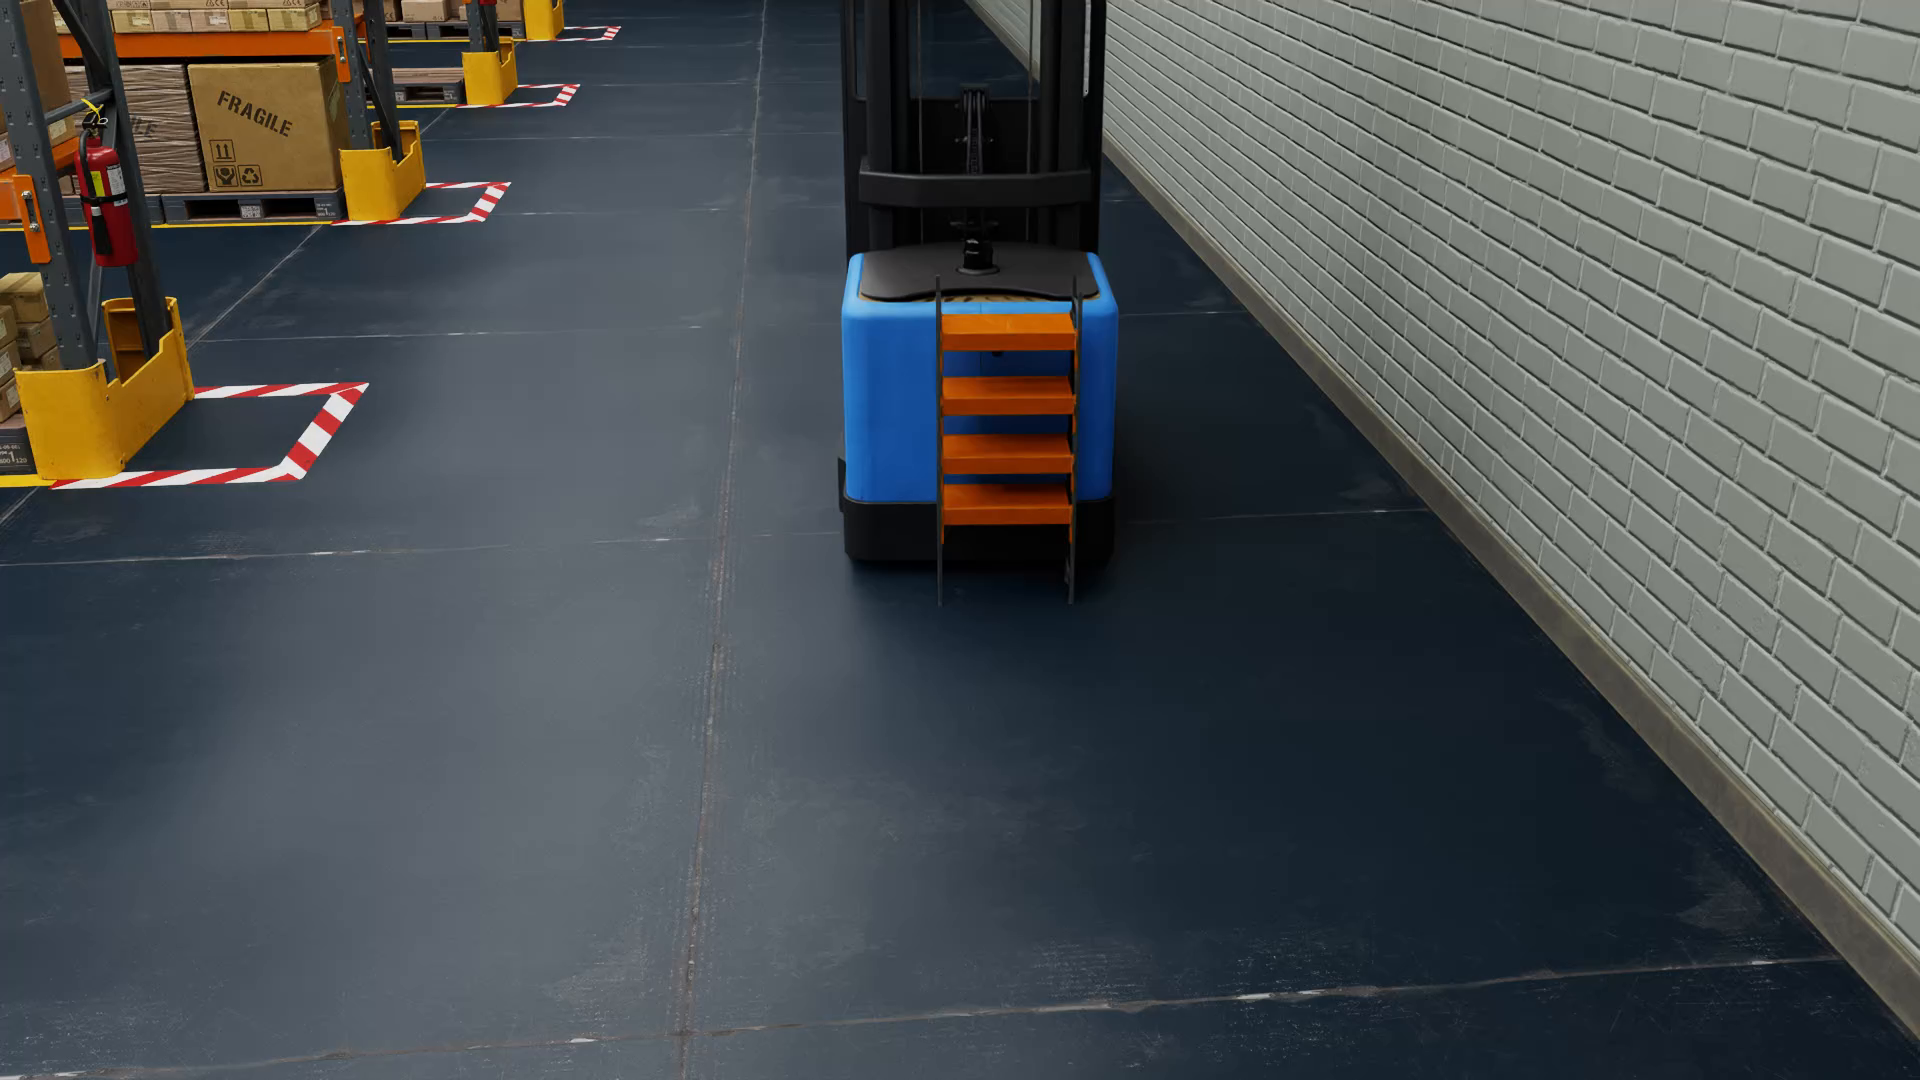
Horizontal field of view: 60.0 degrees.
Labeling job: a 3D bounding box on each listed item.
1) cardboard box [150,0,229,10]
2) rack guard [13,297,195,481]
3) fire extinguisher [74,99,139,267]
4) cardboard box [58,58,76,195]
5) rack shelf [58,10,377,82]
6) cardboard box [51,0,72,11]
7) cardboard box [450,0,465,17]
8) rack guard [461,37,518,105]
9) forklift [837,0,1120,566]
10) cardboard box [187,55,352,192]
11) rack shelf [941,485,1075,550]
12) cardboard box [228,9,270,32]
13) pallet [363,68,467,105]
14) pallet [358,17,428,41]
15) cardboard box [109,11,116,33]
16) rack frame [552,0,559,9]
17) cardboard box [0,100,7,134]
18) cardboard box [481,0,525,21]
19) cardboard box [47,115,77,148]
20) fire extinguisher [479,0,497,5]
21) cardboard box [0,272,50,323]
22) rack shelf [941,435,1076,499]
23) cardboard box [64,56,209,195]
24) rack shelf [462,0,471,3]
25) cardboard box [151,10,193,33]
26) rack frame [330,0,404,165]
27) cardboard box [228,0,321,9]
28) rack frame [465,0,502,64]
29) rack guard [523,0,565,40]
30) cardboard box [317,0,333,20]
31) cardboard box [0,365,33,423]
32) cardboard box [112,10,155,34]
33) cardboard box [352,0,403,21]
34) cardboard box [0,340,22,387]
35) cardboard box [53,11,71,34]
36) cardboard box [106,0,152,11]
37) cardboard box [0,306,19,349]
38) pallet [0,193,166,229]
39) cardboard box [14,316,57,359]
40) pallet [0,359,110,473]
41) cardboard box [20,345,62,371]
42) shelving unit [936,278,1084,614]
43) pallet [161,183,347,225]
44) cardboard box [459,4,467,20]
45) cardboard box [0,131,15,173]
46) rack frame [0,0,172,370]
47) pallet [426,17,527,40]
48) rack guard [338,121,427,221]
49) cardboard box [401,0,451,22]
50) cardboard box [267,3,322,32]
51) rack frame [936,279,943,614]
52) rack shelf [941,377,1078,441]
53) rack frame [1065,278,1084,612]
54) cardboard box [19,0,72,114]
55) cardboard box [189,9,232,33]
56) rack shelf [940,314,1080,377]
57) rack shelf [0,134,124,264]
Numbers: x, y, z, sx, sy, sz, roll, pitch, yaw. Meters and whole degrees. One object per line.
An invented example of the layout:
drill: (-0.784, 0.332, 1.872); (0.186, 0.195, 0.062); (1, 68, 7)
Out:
cardboard box: (-5.244, -3.806, 11.439); (0.500, 0.250, 0.500); (-3, 24, -6)
rack guard: (-3.972, -0.731, 7.780); (0.348, 0.500, 1.175); (-2, 24, -5)
fire extinguisher: (-3.600, -1.494, 6.974); (0.183, 0.674, 0.296); (-2, 24, -5)
cardboard box: (-6.704, -2.977, 11.853); (0.875, 0.875, 0.875); (-2, 24, -5)
rack shelf: (-6.274, -3.477, 11.765); (4.000, 0.370, 1.077); (-2, 24, -5)
cardboard box: (-6.269, -3.763, 11.342); (0.500, 0.250, 0.500); (-2, 24, -5)
cardboard box: (-6.320, -6.907, 21.441); (0.500, 0.250, 0.500); (-2, 24, -5)
rack guard: (-4.747, -4.751, 16.824); (0.348, 0.500, 1.175); (-2, 24, -5)
forklift: (0.048, -1.792, 7.173); (1.130, 2.935, 3.031); (0, 24, -1)
cardboard box: (-4.912, -3.049, 12.015); (0.875, 0.875, 0.875); (-2, 24, -5)
rack shelf: (0.169, -0.085, 6.118); (0.480, 0.148, 0.258); (-1, 24, -2)
cardboard box: (-4.864, -3.612, 11.493); (0.250, 0.149, 0.380); (-2, 24, -5)
pallet: (-5.595, -4.596, 16.830); (1.213, 0.211, 1.003); (-2, 24, -5)
pallet: (-7.333, -6.533, 21.188); (1.213, 0.211, 1.003); (-2, 24, -5)
cardboard box: (-5.880, -3.571, 11.401); (0.250, 0.149, 0.380); (-2, 24, -5)
rack frame: (-5.253, -7.890, 20.808); (0.127, 3.000, 1.000); (-2, 24, -5)
cardboard box: (-4.318, -1.936, 6.924); (0.500, 0.500, 0.500); (-2, 24, -4)
cardboard box: (-5.770, -6.827, 20.953); (0.500, 0.500, 0.500); (-2, 24, -5)
cardboard box: (-4.251, -1.881, 7.599); (0.250, 0.149, 0.380); (-2, 24, -6)
fire extinguisher: (-4.575, -5.504, 15.995); (0.183, 0.674, 0.296); (-2, 24, -5)
cardboard box: (-4.451, -1.154, 7.914); (0.250, 0.149, 0.380); (-3, 24, -8)
rack shelf: (0.169, -0.266, 6.038); (0.480, 0.148, 0.258); (-1, 24, -2)
cardboard box: (-5.818, -3.012, 11.933); (0.875, 0.875, 0.875); (-2, 24, -5)
rack shelf: (-6.760, -5.479, 16.269); (4.000, 0.370, 1.077); (-2, 24, -5)
cardboard box: (-5.363, -3.593, 11.450); (0.250, 0.149, 0.380); (-2, 24, -4)
rack frame: (-4.283, -3.886, 11.799); (0.127, 3.000, 1.000); (-2, 24, -5)
cardboard box: (-4.739, -3.826, 11.484); (0.500, 0.250, 0.500); (-3, 24, -6)
rack frame: (-4.770, -5.888, 16.303); (0.127, 3.000, 1.000); (-2, 24, -5)
rack guard: (-5.329, -6.745, 21.309); (0.348, 0.500, 1.175); (-2, 24, -5)
cardboard box: (-4.669, -3.890, 12.118); (0.250, 0.149, 0.380); (-2, 24, -5)
cardboard box: (-4.400, -0.661, 7.536); (0.250, 0.149, 0.380); (-2, 24, -4)
cardboard box: (-5.621, -3.582, 11.425); (0.250, 0.149, 0.380); (-3, 24, -6)
cardboard box: (-7.365, -6.867, 21.039); (0.637, 0.503, 0.797); (-2, 24, -5)
cardboard box: (-4.393, -0.765, 7.406); (0.250, 0.149, 0.380); (-3, 24, -7)
cardboard box: (-6.126, -3.563, 11.381); (0.250, 0.149, 0.380); (-2, 24, -4)
cardboard box: (-5.751, -3.786, 11.393); (0.500, 0.250, 0.500); (-3, 24, -7)
cardboard box: (-4.398, -0.914, 7.374); (0.250, 0.149, 0.380); (-2, 24, -5)
pallet: (-6.283, -2.500, 12.115); (1.213, 0.211, 1.003); (-2, 24, -5)
cardboard box: (-4.443, -0.985, 7.899); (0.250, 0.149, 0.380); (-1, 24, -3)
pallet: (-4.784, -0.581, 7.798); (1.213, 0.211, 1.003); (-2, 24, -5)
cardboard box: (-4.449, -0.874, 8.017); (0.250, 0.149, 0.380); (-2, 24, -4)
shelving unit: (0.169, -0.328, 6.010); (0.503, 1.200, 0.258); (-1, 24, -2)
pallet: (-5.071, -2.548, 12.222); (1.213, 0.211, 1.003); (-2, 24, -5)
cardboard box: (-6.182, -6.695, 21.066); (0.250, 0.166, 0.380); (-2, 24, -5)
cardboard box: (-4.193, -1.635, 7.044); (0.250, 0.149, 0.380); (-2, 24, -5)
rack frame: (-3.896, -1.877, 7.279); (0.127, 3.000, 1.000); (-2, 24, -5)
pallet: (-6.122, -6.580, 21.295); (1.213, 0.211, 1.003); (-2, 24, -5)
rack guard: (-4.259, -2.744, 12.309); (0.348, 0.500, 1.175); (-2, 24, -5)
cardboard box: (-6.718, -6.687, 20.946); (0.500, 0.250, 0.500); (-2, 24, -5)
cardboard box: (-4.605, -3.623, 11.518); (0.250, 0.149, 0.380); (-2, 24, -4)
rack frame: (-0.075, -0.325, 6.004); (0.015, 1.200, 0.240); (-1, 24, -2)
rack shelf: (0.169, -0.471, 5.947); (0.480, 0.148, 0.258); (-1, 24, -2)
rack frame: (0.413, -0.331, 6.017); (0.015, 1.200, 0.240); (-1, 24, -2)
cardboard box: (-4.370, -2.152, 7.409); (0.500, 0.500, 0.500); (-1, 24, -3)
cardboard box: (-5.115, -3.603, 11.472); (0.250, 0.149, 0.380); (-2, 24, -5)
rack shelf: (0.169, -0.687, 5.851); (0.480, 0.148, 0.258); (-1, 24, -2)
rack shelf: (-5.887, -1.468, 7.246); (4.000, 0.370, 1.077); (-2, 24, -5)
